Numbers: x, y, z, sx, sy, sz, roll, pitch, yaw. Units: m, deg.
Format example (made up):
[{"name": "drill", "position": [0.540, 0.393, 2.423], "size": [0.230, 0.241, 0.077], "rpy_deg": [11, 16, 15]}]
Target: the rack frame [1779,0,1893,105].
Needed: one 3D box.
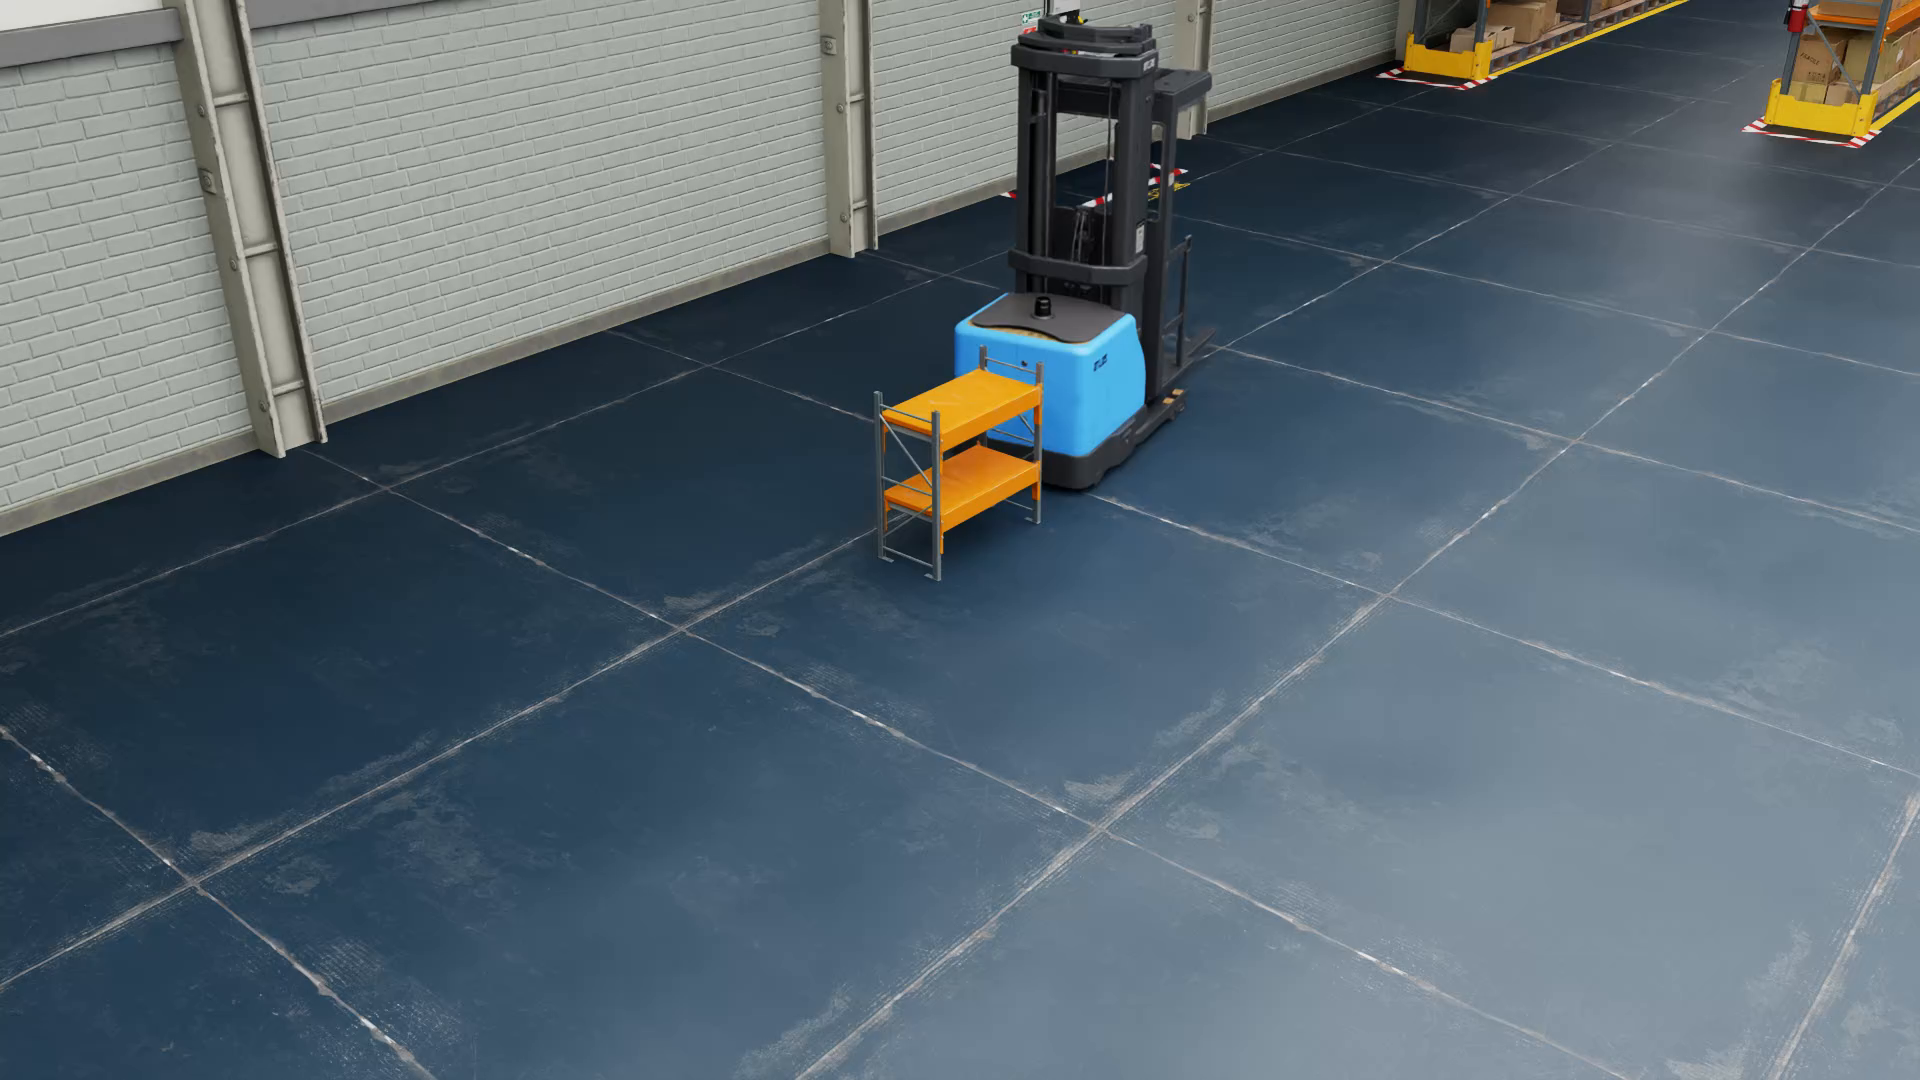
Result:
[{"name": "rack frame", "position": [10.639, -6.465, 19.983], "size": [1.000, 3.000, 0.127], "rpy_deg": [21, 34, 34]}]

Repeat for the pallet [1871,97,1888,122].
[{"name": "pallet", "position": [11.093, -5.510, 21.172], "size": [1.003, 0.211, 1.213], "rpy_deg": [21, 34, 34]}]

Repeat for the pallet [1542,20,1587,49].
[{"name": "pallet", "position": [8.959, -7.843, 25.681], "size": [1.003, 0.211, 1.213], "rpy_deg": [21, 34, 34]}]

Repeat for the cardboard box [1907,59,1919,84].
[{"name": "cardboard box", "position": [12.425, -6.265, 22.130], "size": [0.500, 0.250, 0.500], "rpy_deg": [21, 34, 34]}]

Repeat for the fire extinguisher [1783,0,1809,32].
[{"name": "fire extinguisher", "position": [10.205, -6.525, 20.182], "size": [0.296, 0.674, 0.183], "rpy_deg": [21, 34, 34]}]

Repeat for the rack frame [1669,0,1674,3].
[{"name": "rack frame", "position": [11.903, -10.748, 28.262], "size": [1.000, 3.000, 0.127], "rpy_deg": [21, 34, 34]}]

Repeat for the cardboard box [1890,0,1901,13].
[{"name": "cardboard box", "position": [11.276, -6.859, 20.635], "size": [0.700, 0.500, 0.500], "rpy_deg": [22, 34, 36]}]

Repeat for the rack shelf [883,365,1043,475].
[{"name": "rack shelf", "position": [0.004, -0.762, 10.362], "size": [0.538, 0.278, 1.000], "rpy_deg": [21, 34, 34]}]

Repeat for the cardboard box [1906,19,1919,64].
[{"name": "cardboard box", "position": [12.415, -6.601, 21.965], "size": [0.500, 0.500, 0.500], "rpy_deg": [21, 34, 34]}]

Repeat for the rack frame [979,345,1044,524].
[{"name": "rack frame", "position": [0.328, -0.682, 10.845], "size": [0.500, 1.125, 0.032], "rpy_deg": [21, 34, 34]}]

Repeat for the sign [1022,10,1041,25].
[{"name": "sign", "position": [0.753, -5.505, 17.511], "size": [0.001, 0.109, 0.331], "rpy_deg": [21, 34, 34]}]

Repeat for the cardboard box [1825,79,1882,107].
[{"name": "cardboard box", "position": [11.152, -5.556, 20.760], "size": [0.500, 0.250, 0.500], "rpy_deg": [21, 34, 34]}]

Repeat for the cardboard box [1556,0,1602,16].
[{"name": "cardboard box", "position": [9.814, -8.681, 26.508], "size": [0.700, 0.500, 0.500], "rpy_deg": [22, 35, 36]}]

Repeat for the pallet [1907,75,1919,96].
[{"name": "pallet", "position": [12.645, -6.375, 22.844], "size": [1.003, 0.211, 1.213], "rpy_deg": [21, 34, 34]}]

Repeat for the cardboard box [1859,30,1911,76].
[{"name": "cardboard box", "position": [11.776, -6.248, 21.282], "size": [0.500, 0.500, 0.500], "rpy_deg": [21, 34, 34]}]

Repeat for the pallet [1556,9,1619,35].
[{"name": "pallet", "position": [9.853, -8.368, 26.696], "size": [1.003, 0.211, 1.213], "rpy_deg": [21, 34, 34]}]

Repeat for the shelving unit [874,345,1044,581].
[{"name": "shelving unit", "position": [0.004, -0.502, 10.496], "size": [0.538, 1.125, 1.048], "rpy_deg": [21, 34, 34]}]

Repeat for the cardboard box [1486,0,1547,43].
[{"name": "cardboard box", "position": [8.192, -7.664, 24.541], "size": [0.700, 0.500, 0.500], "rpy_deg": [18, 33, 31]}]

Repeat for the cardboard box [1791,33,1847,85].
[{"name": "cardboard box", "position": [10.750, -6.041, 20.882], "size": [0.500, 0.500, 0.500], "rpy_deg": [21, 34, 34]}]

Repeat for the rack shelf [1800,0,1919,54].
[{"name": "rack shelf", "position": [11.911, -6.855, 21.519], "size": [1.077, 0.370, 4.000], "rpy_deg": [21, 34, 34]}]

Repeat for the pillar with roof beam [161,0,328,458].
[{"name": "pillar with roof beam", "position": [-1.535, -3.437, 7.601], "size": [9.100, 9.000, 0.400], "rpy_deg": [21, 34, 34]}]

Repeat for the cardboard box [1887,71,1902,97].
[{"name": "cardboard box", "position": [11.785, -5.911, 21.447], "size": [0.500, 0.250, 0.500], "rpy_deg": [21, 34, 34]}]

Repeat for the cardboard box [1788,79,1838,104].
[{"name": "cardboard box", "position": [10.752, -5.707, 21.053], "size": [0.500, 0.250, 0.500], "rpy_deg": [21, 34, 34]}]

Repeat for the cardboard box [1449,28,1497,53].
[{"name": "cardboard box", "position": [7.324, -7.132, 23.719], "size": [0.500, 0.311, 0.500], "rpy_deg": [17, 32, 29]}]

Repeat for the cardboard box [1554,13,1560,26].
[{"name": "cardboard box", "position": [9.041, -8.068, 25.687], "size": [0.380, 0.166, 0.250], "rpy_deg": [16, 31, 28]}]

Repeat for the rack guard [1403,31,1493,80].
[{"name": "rack guard", "position": [6.863, -6.828, 23.406], "size": [1.175, 0.500, 0.348], "rpy_deg": [21, 34, 34]}]

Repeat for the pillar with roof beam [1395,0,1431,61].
[{"name": "pillar with roof beam", "position": [9.914, -9.819, 19.937], "size": [9.100, 9.000, 0.400], "rpy_deg": [21, 34, 34]}]

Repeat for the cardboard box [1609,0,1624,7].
[{"name": "cardboard box", "position": [10.459, -9.048, 27.217], "size": [0.700, 0.500, 0.500], "rpy_deg": [21, 34, 35]}]

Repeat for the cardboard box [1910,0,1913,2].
[{"name": "cardboard box", "position": [11.928, -7.221, 21.335], "size": [0.700, 0.500, 0.500], "rpy_deg": [22, 35, 36]}]

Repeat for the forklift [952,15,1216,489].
[{"name": "forklift", "position": [1.088, -2.292, 11.991], "size": [1.130, 2.935, 3.031], "rpy_deg": [14, 30, 25]}]
